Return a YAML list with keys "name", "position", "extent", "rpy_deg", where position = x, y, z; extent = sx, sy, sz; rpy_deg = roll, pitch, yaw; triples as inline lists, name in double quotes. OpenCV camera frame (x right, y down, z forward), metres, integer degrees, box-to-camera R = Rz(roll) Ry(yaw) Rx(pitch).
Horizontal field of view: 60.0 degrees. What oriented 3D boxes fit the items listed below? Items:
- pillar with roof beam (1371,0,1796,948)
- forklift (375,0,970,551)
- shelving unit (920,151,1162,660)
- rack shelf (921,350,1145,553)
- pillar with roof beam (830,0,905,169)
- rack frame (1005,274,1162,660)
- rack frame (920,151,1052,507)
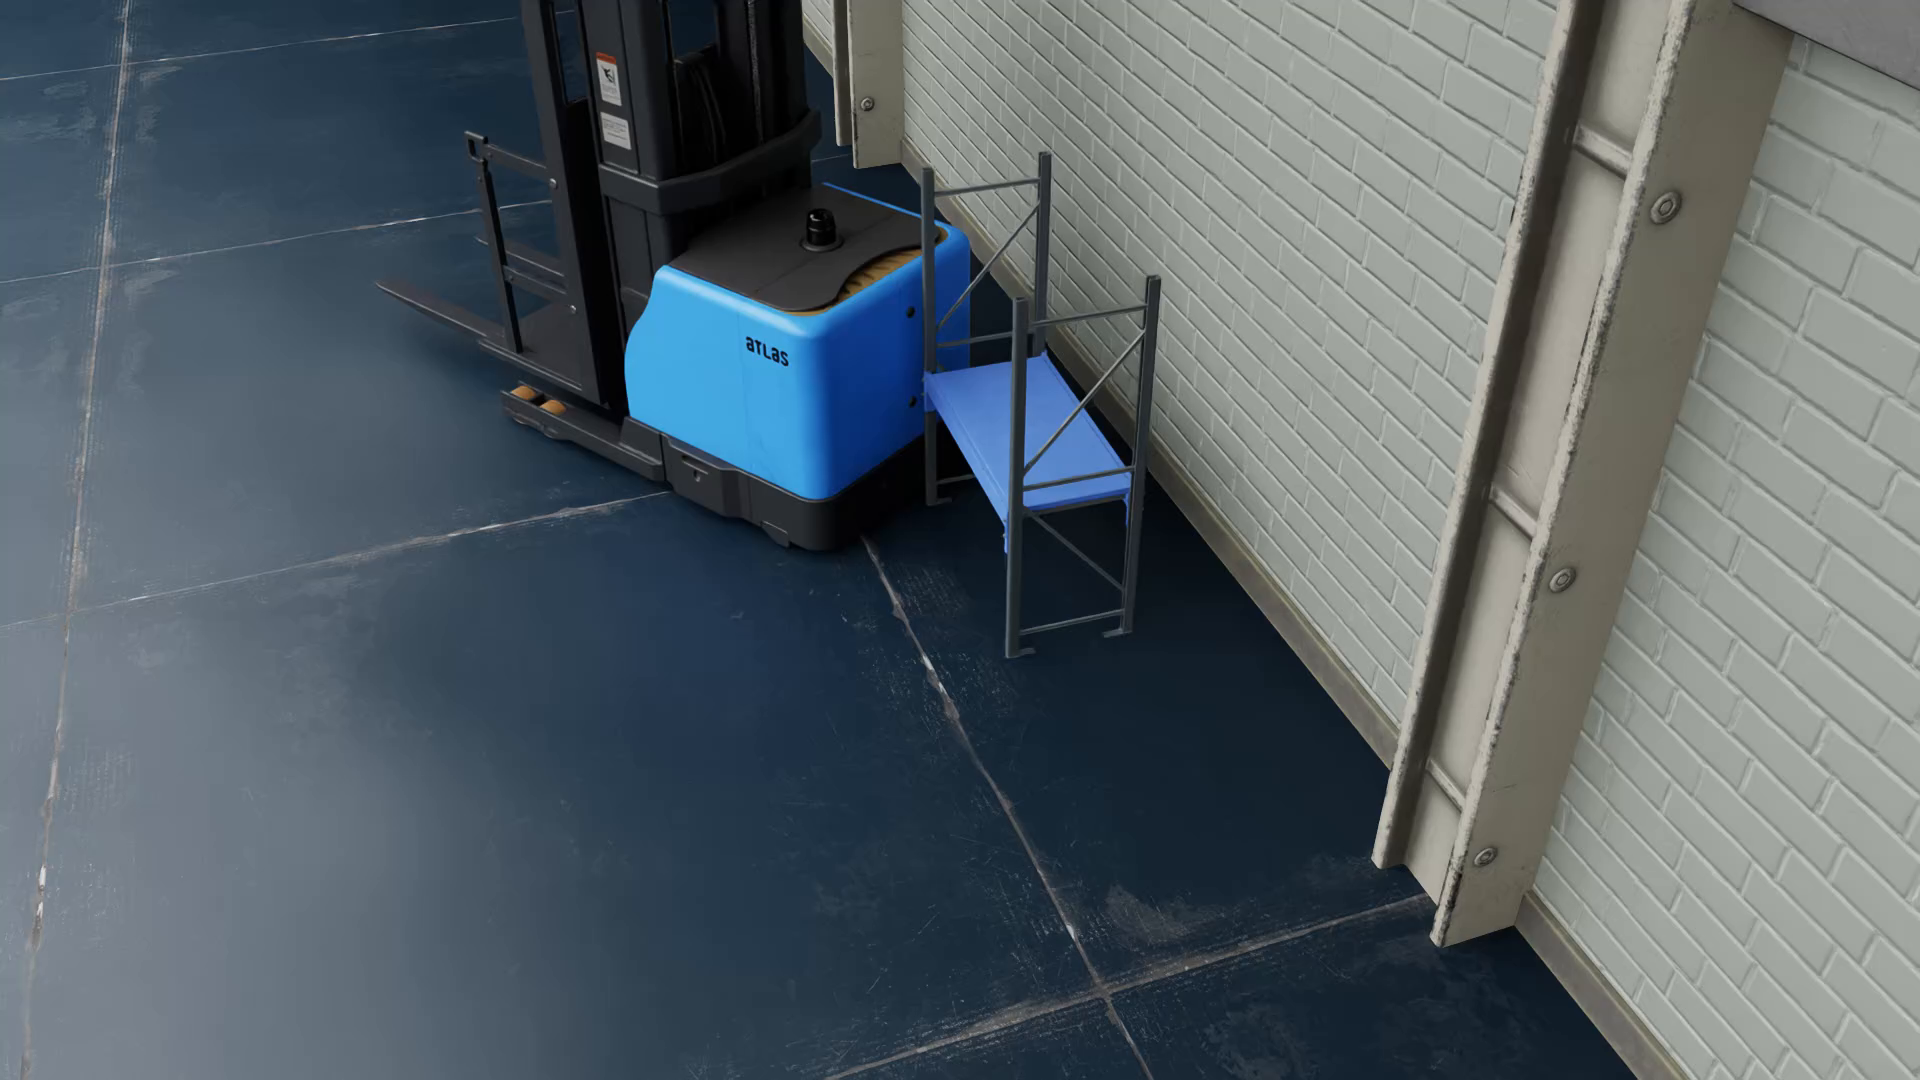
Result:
- name: "pillar with roof beam"
  position: [-2.500, -1.596, 1.390]
  extent: [9.100, 9.000, 0.400]
  rpy_deg: [-12, 39, -16]
- name: "forklift"
  position: [-1.423, -1.847, 6.766]
  extent: [3.031, 2.935, 1.130]
  rpy_deg: [25, 43, 29]
- name: "shelving unit"
  position: [0.254, -0.501, 6.169]
  extent: [0.538, 1.500, 1.048]
  rpy_deg: [-11, 38, -14]
- name: "rack shelf"
  position: [0.254, -0.358, 6.277]
  extent: [0.538, 0.185, 1.000]
  rpy_deg: [-11, 38, -14]
- name: "pillar with roof beam"
  position: [-4.565, -4.986, 5.890]
  extent: [9.100, 9.000, 0.400]
  rpy_deg: [-12, 39, -16]
- name: "rack frame"
  position: [0.410, -0.210, 5.783]
  extent: [0.500, 1.500, 0.032]
  rpy_deg: [-11, 38, -14]
- name: "rack frame"
  position: [0.098, -0.792, 6.555]
  extent: [0.500, 1.500, 0.032]
  rpy_deg: [-11, 38, -14]
